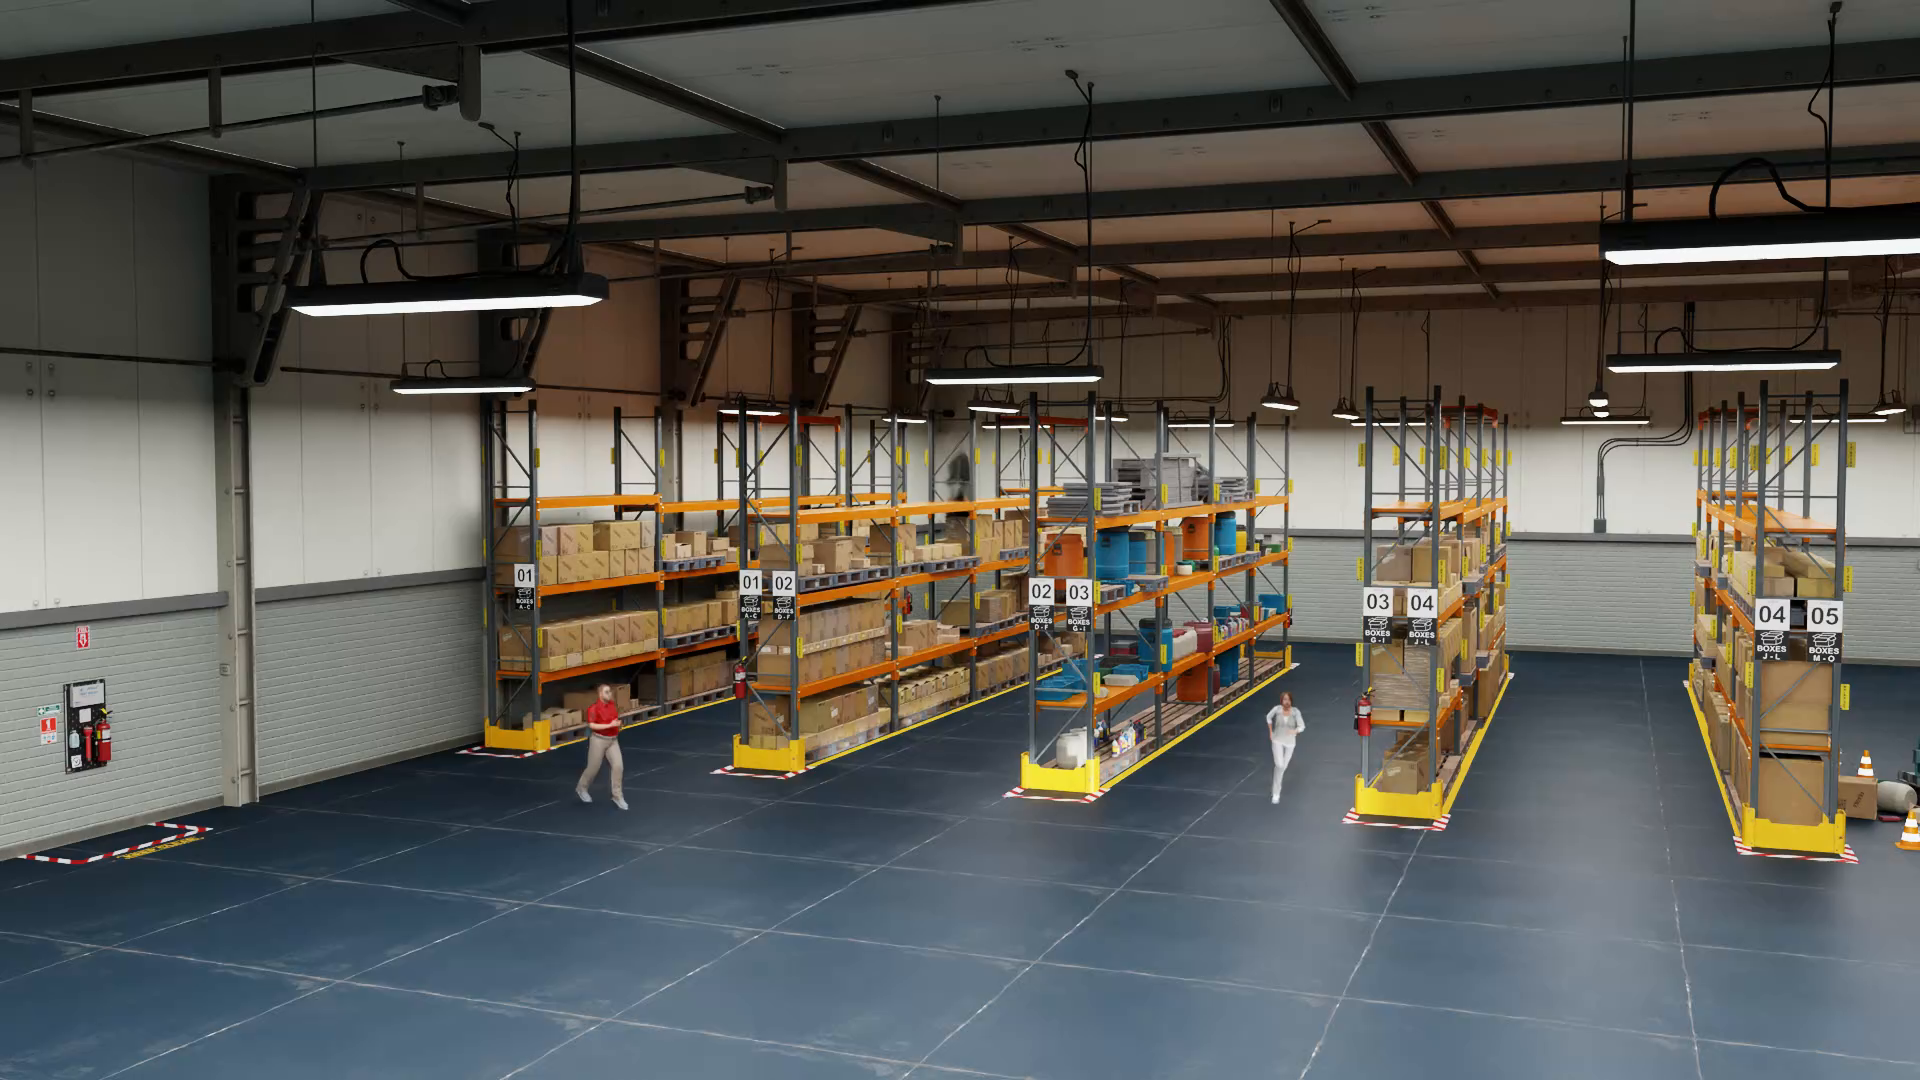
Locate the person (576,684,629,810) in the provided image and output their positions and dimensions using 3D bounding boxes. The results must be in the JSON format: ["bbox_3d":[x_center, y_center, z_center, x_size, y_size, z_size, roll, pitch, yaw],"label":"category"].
[{"bbox_3d":[-5.140,2.948,23.863,0.915,1.768,0.641,2,3,36],"label":"person"}]

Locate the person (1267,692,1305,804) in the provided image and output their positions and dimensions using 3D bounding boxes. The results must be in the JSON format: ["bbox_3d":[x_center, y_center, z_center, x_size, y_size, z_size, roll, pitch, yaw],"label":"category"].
[{"bbox_3d":[4.754,3.025,24.298,0.522,1.653,0.711,0,3,3],"label":"person"}]
